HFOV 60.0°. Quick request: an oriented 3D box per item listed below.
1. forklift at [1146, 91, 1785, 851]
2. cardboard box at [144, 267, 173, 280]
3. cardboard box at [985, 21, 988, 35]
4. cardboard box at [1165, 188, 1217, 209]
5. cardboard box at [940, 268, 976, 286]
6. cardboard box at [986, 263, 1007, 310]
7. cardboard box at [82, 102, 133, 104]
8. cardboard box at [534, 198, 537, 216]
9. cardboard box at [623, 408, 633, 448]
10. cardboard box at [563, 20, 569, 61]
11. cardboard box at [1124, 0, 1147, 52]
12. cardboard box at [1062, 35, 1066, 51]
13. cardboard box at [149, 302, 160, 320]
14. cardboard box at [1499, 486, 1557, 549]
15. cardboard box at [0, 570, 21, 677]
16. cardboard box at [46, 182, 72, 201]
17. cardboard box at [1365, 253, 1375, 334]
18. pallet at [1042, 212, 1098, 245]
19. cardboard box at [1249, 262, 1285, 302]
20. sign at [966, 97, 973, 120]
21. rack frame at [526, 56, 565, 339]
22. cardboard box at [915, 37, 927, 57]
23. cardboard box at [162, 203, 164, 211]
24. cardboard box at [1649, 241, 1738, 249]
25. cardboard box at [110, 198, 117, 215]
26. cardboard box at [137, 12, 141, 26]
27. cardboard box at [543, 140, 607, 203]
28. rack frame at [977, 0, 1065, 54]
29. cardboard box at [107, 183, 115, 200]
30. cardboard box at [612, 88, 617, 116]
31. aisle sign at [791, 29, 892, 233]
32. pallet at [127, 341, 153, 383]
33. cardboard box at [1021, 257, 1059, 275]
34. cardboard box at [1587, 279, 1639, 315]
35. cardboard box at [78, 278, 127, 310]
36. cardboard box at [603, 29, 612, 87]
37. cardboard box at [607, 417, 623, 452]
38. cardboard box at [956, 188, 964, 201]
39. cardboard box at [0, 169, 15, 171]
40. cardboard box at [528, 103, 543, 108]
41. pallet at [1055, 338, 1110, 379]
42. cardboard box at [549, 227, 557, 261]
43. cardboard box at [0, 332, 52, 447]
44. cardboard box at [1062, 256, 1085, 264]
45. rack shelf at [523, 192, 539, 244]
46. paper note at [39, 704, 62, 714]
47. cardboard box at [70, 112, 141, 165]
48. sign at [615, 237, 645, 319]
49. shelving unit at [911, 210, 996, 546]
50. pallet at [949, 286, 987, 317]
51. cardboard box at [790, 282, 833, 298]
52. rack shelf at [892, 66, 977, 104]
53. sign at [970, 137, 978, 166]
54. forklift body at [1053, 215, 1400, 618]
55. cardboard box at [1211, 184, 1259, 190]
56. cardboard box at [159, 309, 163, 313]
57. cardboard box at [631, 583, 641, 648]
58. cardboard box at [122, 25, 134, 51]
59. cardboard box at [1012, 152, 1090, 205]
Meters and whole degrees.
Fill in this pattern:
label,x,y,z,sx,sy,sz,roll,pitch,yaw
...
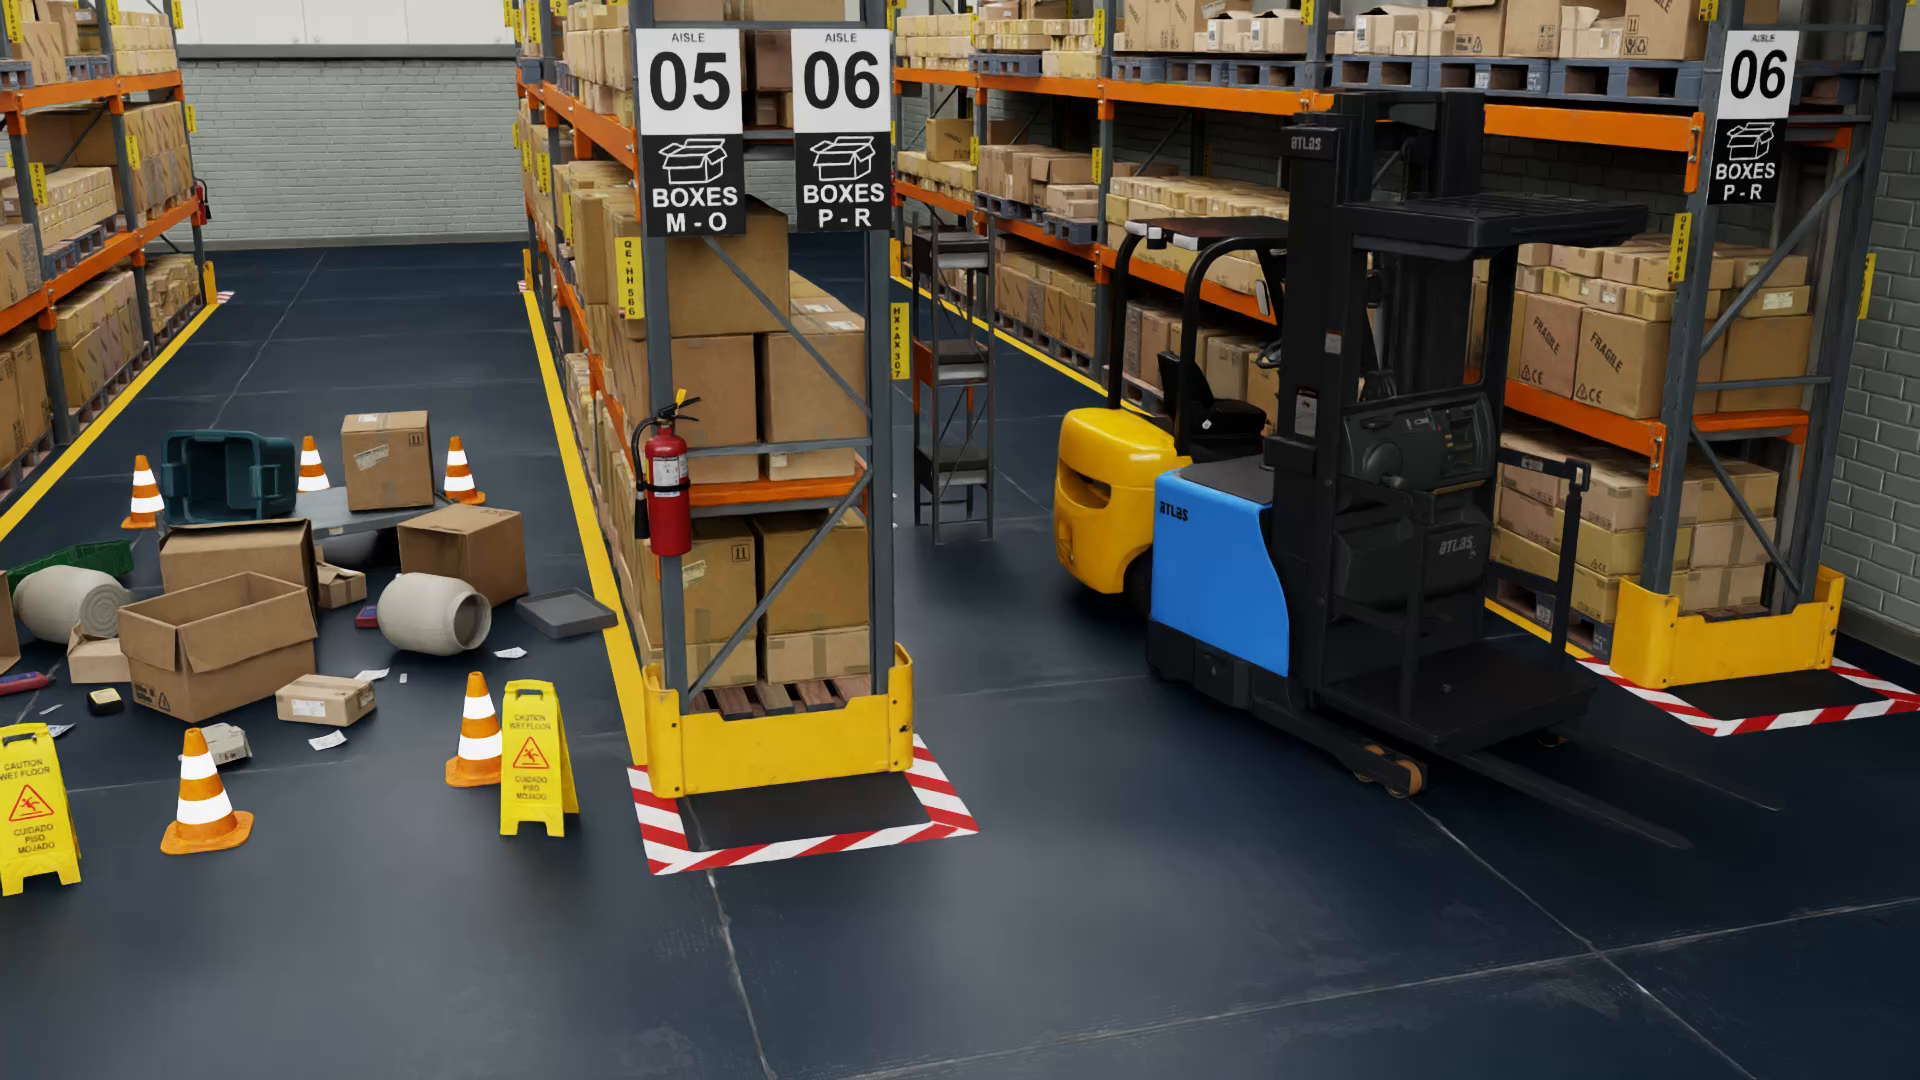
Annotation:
label,x,y,z,sx,sy,sz,roll,pitch,yaw
forklift,2.189,-0.437,7.313,1.130,2.935,3.031,-11,20,-32
cardboard box,-9.214,-3.020,18.983,0.380,0.149,0.250,-5,18,-17
cardboard box,0.491,-5.618,18.243,0.380,0.149,0.250,-4,17,-14
cardboard box,1.957,-2.880,14.025,0.380,0.149,0.250,-4,17,-14
cardboard box,0.149,-3.503,21.014,0.700,0.500,0.500,-5,18,-17
cardboard box,0.605,-2.948,19.167,0.500,0.500,0.500,-4,17,-13
cardboard box,-10.046,-4.913,19.666,0.500,0.500,0.500,-5,17,-16
cardboard box,-4.456,-3.858,18.409,0.500,0.500,0.500,-5,17,-15
cardboard box,-1.420,-0.552,8.012,0.380,0.149,0.250,-4,17,-14
cardboard box,-2.733,-3.817,13.058,0.700,0.500,0.500,-5,17,-15
cardboard box,1.753,-4.503,14.438,0.500,0.500,0.500,-5,17,-15
cardboard box,1.228,-4.910,16.438,0.380,0.149,0.250,-5,17,-15
cardboard box,-8.607,-2.387,17.392,0.380,0.149,0.250,-4,17,-13
cardboard box,3.425,-0.150,9.417,0.500,0.250,0.500,-5,17,-16
cardboard box,-5.203,0.474,8.500,0.500,0.500,0.500,-2,17,-6
cardboard box,-8.019,-3.049,14.560,0.380,0.149,0.250,-4,17,-14
cardboard box,2.917,-1.645,11.039,0.500,0.500,0.500,-4,17,-14
pallet,1.534,-3.079,16.323,1.213,0.211,1.003,-5,17,-15
cardboard box,2.497,-1.930,12.423,0.500,0.250,0.500,-4,17,-14
sign,0.128,-5.946,22.972,0.100,0.325,0.005,-5,17,-15
rack frame,-4.083,-3.702,18.063,1.000,3.000,0.127,-5,17,-15
cardboard box,-0.263,-6.284,21.186,0.500,0.250,0.500,-5,17,-17
cardboard box,-9.195,-3.766,18.712,0.380,0.149,0.250,-4,17,-14
cardboard box,3.974,-1.534,9.027,0.380,0.149,0.250,-4,17,-14
cardboard box,-8.515,-3.270,16.329,0.380,0.149,0.250,-5,17,-17
cardboard box,-9.061,-5.616,17.920,0.380,0.149,0.250,-5,17,-17
cardboard box,-3.377,-3.245,14.629,0.500,0.500,0.500,-5,17,-17
rack frame,0.688,-6.969,18.510,1.000,3.000,0.127,-5,17,-15
cardboard box,-8.515,-3.412,16.286,0.380,0.149,0.250,-4,17,-14
cardboard box,-1.477,-2.132,8.059,0.380,0.149,0.250,-5,17,-17
aisle sign,-0.470,-1.635,6.663,0.394,0.787,0.004,-5,17,-15
pallet,-8.599,-1.732,16.352,1.003,0.211,1.213,-5,17,-15
cardboard box,0.884,-3.003,18.222,0.380,0.149,0.250,-5,17,-15
cardboard box,3.523,-1.277,8.688,0.380,0.149,0.250,-4,17,-14
cardboard box,-8.238,-2.317,15.762,0.500,0.250,0.500,-4,17,-13
cardboard box,-1.309,-2.151,7.428,0.500,0.250,0.500,-5,17,-16
cardboard box,-1.785,-0.603,9.365,0.380,0.149,0.250,-4,17,-12
cardboard box,0.171,-4.184,20.103,0.380,0.149,0.250,-4,17,-14
cardboard box,-9.149,-3.503,16.074,0.380,0.149,0.250,-4,17,-12
cardboard box,-4.846,-5.025,19.428,0.380,0.149,0.250,-5,17,-15
pallet,1.619,-1.863,16.788,1.003,0.211,1.213,-5,17,-15
cardboard box,-3.372,-2.643,14.799,0.500,0.250,0.500,-5,18,-17
cardboard box,-7.635,-1.125,12.663,1.050,0.750,0.750,-5,17,-16
cardboard box,1.339,-3.043,18.357,0.380,0.149,0.250,-4,17,-14
rack shelf,-4.633,-3.911,20.008,1.077,0.370,4.000,-5,17,-15
paper note,-4.465,0.831,8.169,0.032,0.001,0.123,4,17,13
cardboard box,-8.704,-4.096,16.946,0.500,0.500,0.500,-4,17,-14
sign,-1.324,-1.051,6.673,0.100,0.325,0.005,-5,17,-15
shelving unit,-0.045,-1.051,10.802,0.431,2.100,0.503,-5,17,-15
pallet,0.501,-2.950,20.407,1.003,0.211,1.213,-5,17,-15
cardboard box,-0.935,-1.010,8.410,0.500,0.500,0.500,-5,17,-16
rack shelf,0.139,-5.741,20.887,1.077,0.370,4.000,-5,17,-15
sign,0.169,-4.465,19.099,0.100,0.325,0.005,-5,17,-15
forklift body,1.711,-0.750,9.711,2.313,2.155,1.214,-5,17,-15
cardboard box,2.395,-2.993,14.401,0.380,0.149,0.250,-5,17,-16
cardboard box,-8.797,-2.383,17.897,0.380,0.149,0.250,-5,17,-16
cardboard box,-1.401,0.387,8.501,0.500,0.250,0.500,-5,17,-15
cardboard box,-8.849,-5.177,17.152,0.500,0.250,0.500,-5,17,-15
cardboard box,0.964,-3.833,17.594,0.700,0.500,0.500,-5,17,-16
